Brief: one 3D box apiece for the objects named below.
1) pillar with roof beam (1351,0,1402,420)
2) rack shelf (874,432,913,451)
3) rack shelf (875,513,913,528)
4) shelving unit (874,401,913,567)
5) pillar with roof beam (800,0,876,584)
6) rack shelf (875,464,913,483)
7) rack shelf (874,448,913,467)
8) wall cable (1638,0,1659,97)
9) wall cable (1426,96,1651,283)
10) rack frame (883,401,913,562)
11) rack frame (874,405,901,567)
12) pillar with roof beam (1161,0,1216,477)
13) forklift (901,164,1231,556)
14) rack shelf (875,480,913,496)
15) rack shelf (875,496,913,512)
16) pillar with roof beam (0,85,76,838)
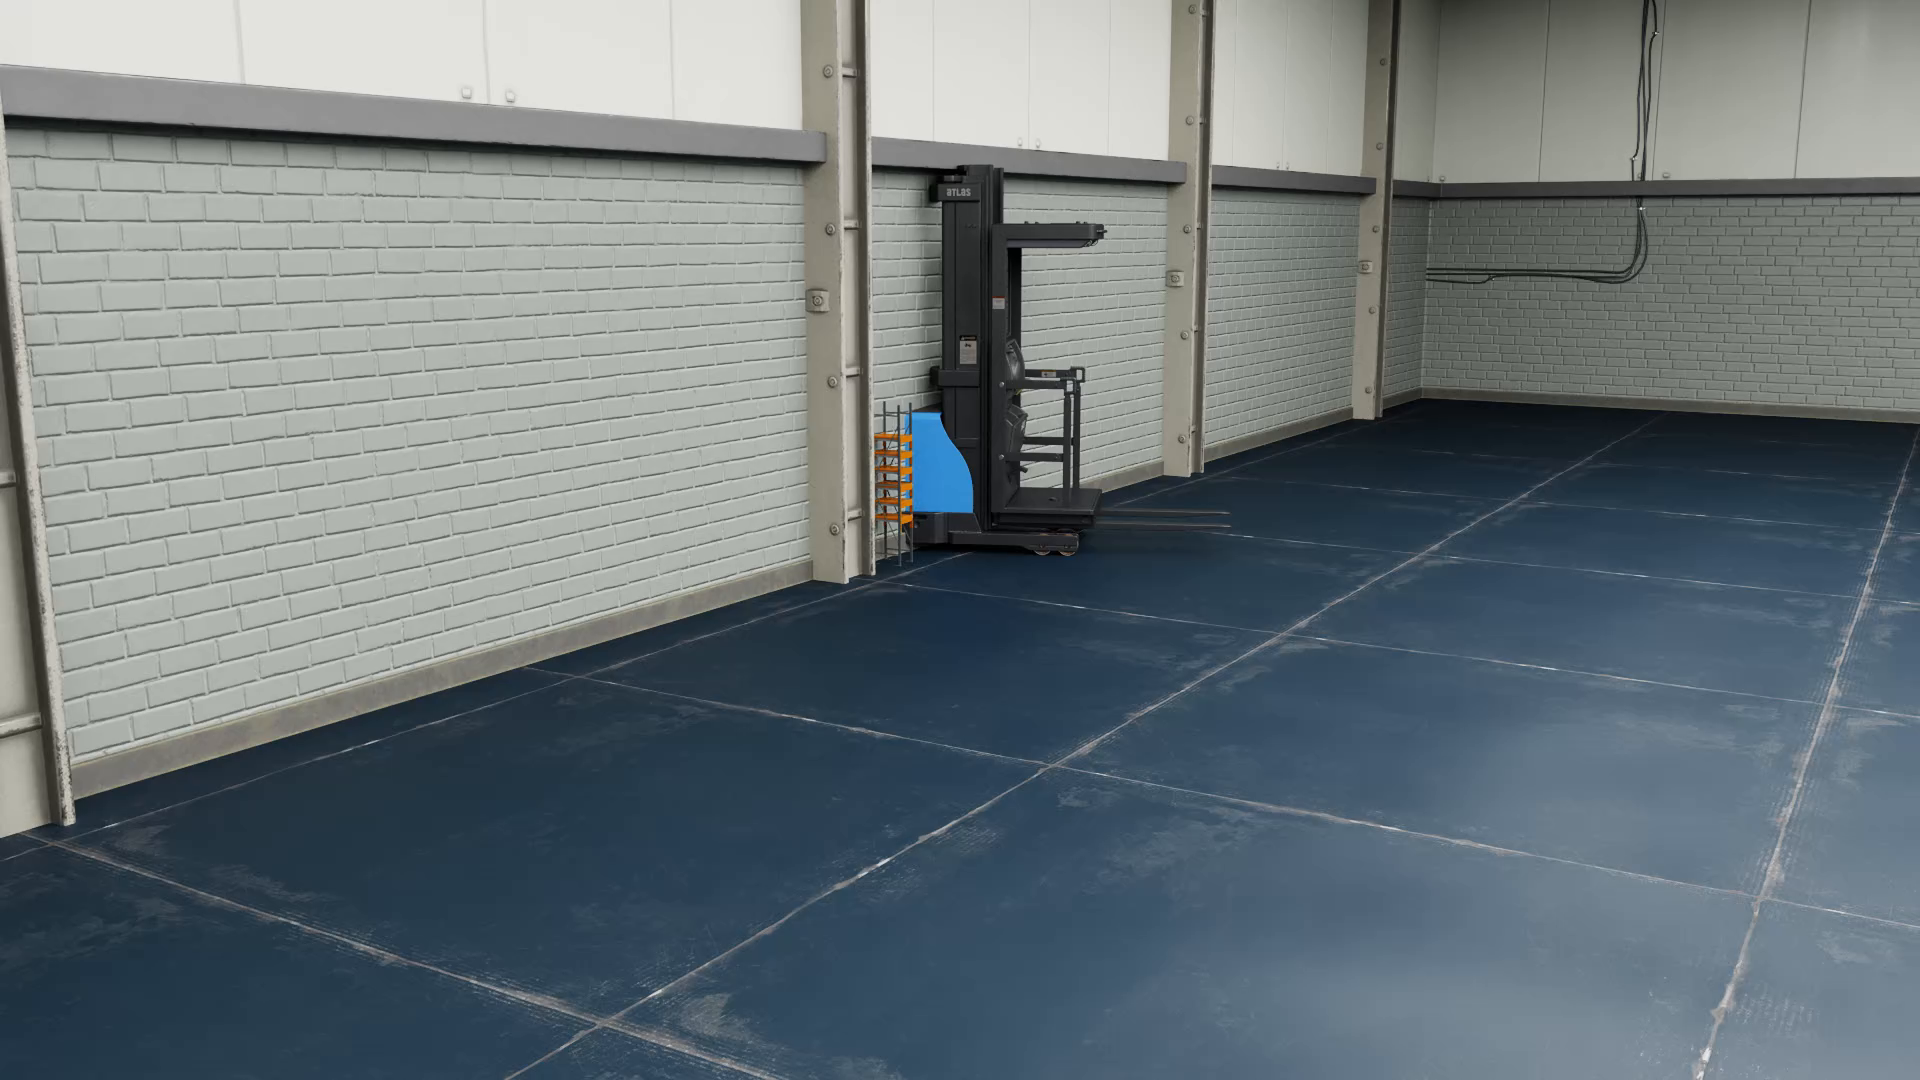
[{"bbox_3d":[9.066,-5.636,19.021,9.100,9.000,0.400,6,12,31],"label":"pillar with roof beam"},{"bbox_3d":[-0.504,-0.728,12.283,0.258,0.103,0.180,5,12,26],"label":"rack shelf"},{"bbox_3d":[-0.504,-0.138,12.393,0.258,0.103,0.180,5,12,26],"label":"rack shelf"},{"bbox_3d":[-0.504,-0.418,12.341,0.258,1.200,0.189,5,12,26],"label":"shelving unit"},{"bbox_3d":[2.836,-3.749,8.940,9.100,9.000,0.400,6,12,31],"label":"pillar with roof beam"},{"bbox_3d":[-0.504,-0.492,12.327,0.258,0.103,0.180,5,12,26],"label":"rack shelf"},{"bbox_3d":[-0.504,-0.610,12.305,0.258,0.103,0.180,5,12,26],"label":"rack shelf"},{"bbox_3d":[10.359,-7.082,21.458,3.097,2.526,0.112,6,12,31],"label":"wall cable"},{"bbox_3d":[8.047,-4.858,23.303,3.097,2.526,0.112,6,12,31],"label":"wall cable"},{"bbox_3d":[-0.463,-0.433,12.421,0.240,1.200,0.006,5,12,26],"label":"rack frame"},{"bbox_3d":[-0.545,-0.403,12.260,0.240,1.200,0.006,5,12,26],"label":"rack frame"},{"bbox_3d":[5.951,-4.693,13.980,9.100,9.000,0.400,6,12,31],"label":"pillar with roof beam"},{"bbox_3d":[0.620,-1.424,13.011,3.031,2.935,1.130,2,11,8],"label":"forklift"},{"bbox_3d":[-0.504,-0.374,12.349,0.258,0.103,0.180,5,12,26],"label":"rack shelf"},{"bbox_3d":[-0.504,-0.256,12.371,0.258,0.103,0.180,5,12,26],"label":"rack shelf"},{"bbox_3d":[-0.279,-2.805,3.899,9.100,9.000,0.400,6,12,31],"label":"pillar with roof beam"}]
